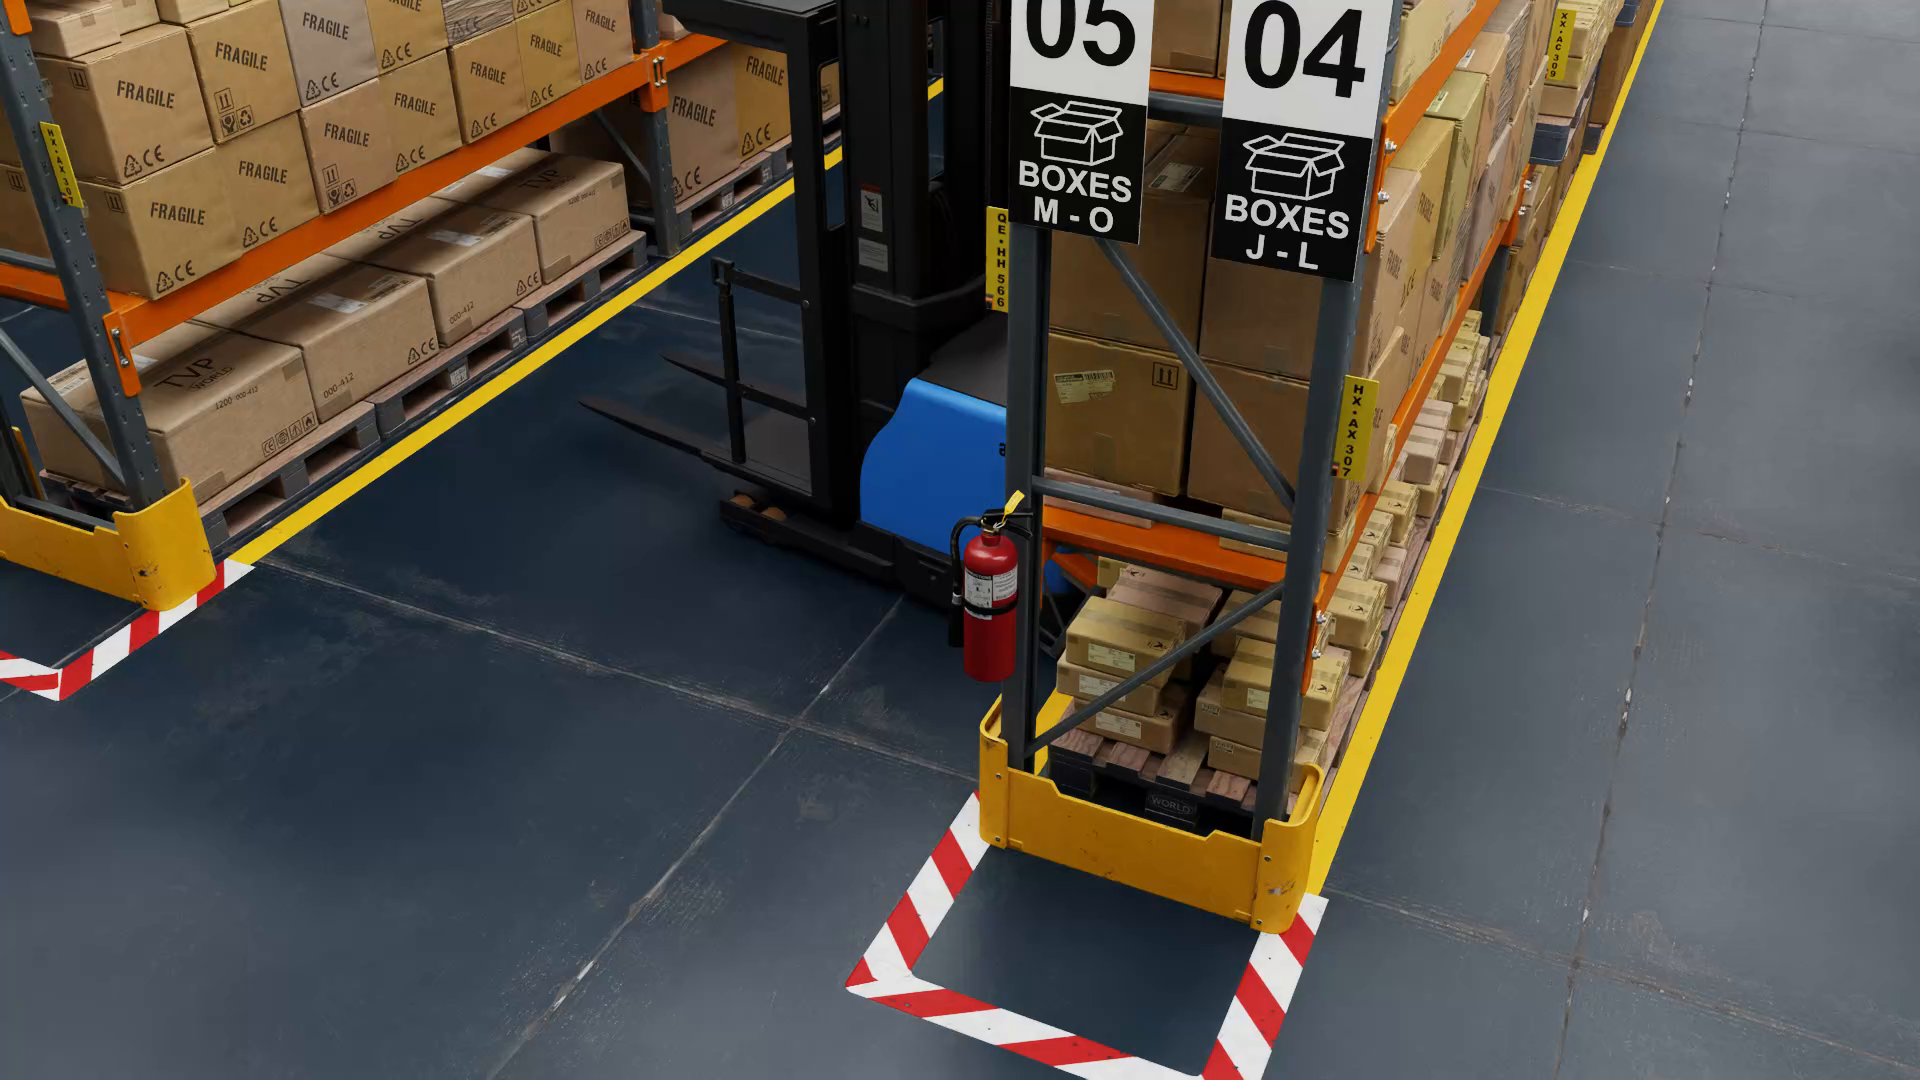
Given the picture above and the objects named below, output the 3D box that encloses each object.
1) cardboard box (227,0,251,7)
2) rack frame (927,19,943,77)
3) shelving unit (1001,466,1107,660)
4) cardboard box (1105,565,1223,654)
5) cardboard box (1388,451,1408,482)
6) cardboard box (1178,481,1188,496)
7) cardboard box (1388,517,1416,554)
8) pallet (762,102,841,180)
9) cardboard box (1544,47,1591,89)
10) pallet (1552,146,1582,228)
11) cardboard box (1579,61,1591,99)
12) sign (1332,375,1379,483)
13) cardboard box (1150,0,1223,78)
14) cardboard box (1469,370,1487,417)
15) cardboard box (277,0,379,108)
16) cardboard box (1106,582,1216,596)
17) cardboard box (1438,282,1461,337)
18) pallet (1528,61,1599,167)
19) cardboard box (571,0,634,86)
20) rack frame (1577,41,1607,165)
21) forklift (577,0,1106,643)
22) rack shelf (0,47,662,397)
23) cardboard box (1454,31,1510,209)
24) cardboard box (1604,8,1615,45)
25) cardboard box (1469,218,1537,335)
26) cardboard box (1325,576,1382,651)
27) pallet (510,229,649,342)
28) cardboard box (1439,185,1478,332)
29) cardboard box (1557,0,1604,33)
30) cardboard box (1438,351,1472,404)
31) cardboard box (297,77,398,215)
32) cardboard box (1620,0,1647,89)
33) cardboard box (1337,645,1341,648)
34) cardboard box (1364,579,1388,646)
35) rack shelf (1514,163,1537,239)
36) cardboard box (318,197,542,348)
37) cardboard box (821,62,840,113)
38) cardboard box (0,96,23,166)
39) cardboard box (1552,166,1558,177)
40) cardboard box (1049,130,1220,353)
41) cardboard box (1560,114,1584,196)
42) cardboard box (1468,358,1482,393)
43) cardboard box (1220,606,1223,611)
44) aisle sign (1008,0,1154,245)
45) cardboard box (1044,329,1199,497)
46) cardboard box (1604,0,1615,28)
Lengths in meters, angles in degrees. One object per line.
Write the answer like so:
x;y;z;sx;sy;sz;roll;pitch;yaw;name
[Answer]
-3.167;-2.389;7.064;0.380;0.149;0.250;13;35;19;cardboard box
-0.572;-5.144;12.859;1.000;3.000;0.127;14;36;20;rack frame
0.671;-0.260;6.971;0.538;1.125;1.048;38;45;8;shelving unit
0.768;0.260;6.293;0.380;0.149;0.250;15;36;21;cardboard box
1.698;-0.297;7.141;0.380;0.149;0.250;14;36;21;cardboard box
0.638;-0.312;5.719;0.380;0.149;0.250;14;36;20;cardboard box
1.765;-0.019;7.260;0.380;0.149;0.250;14;36;21;cardboard box
-1.482;-2.997;12.128;1.003;0.211;1.213;14;36;20;pallet
2.876;-2.352;8.177;0.380;0.149;0.250;15;36;21;cardboard box
3.638;-2.504;11.376;1.003;0.211;1.213;14;36;20;pallet
2.986;-2.367;8.471;0.380;0.149;0.250;15;36;21;cardboard box
1.113;-0.312;4.701;0.100;0.325;0.005;14;36;20;sign
0.570;-1.553;4.785;0.500;0.250;0.500;13;36;19;cardboard box
2.439;-0.777;8.416;0.380;0.149;0.250;15;36;21;cardboard box
-3.041;-2.310;7.535;0.500;0.500;0.500;14;36;20;cardboard box
0.797;0.230;6.609;0.380;0.149;0.250;13;35;19;cardboard box
1.798;-0.970;6.724;0.380;0.149;0.250;15;36;21;cardboard box
2.745;-2.334;8.748;1.003;0.211;1.213;14;36;20;pallet
-2.207;-2.904;9.352;0.500;0.500;0.500;15;36;21;cardboard box
3.967;-4.059;11.204;1.000;3.000;0.127;14;36;20;rack frame
-0.513;-1.424;7.248;3.031;2.935;1.130;21;39;29;forklift
-3.082;-1.855;8.499;1.077;0.370;4.000;14;36;20;rack shelf
1.702;-1.583;6.154;0.500;0.500;0.500;13;35;19;cardboard box
3.417;-2.879;9.252;0.380;0.149;0.250;14;36;20;cardboard box
2.843;-1.504;9.205;0.500;0.500;0.500;16;36;22;cardboard box
1.375;0.249;6.308;0.380;0.149;0.250;14;36;20;cardboard box
-2.634;-1.625;10.036;1.003;0.211;1.213;14;36;20;pallet
1.683;-1.170;6.436;0.500;0.500;0.500;13;36;19;cardboard box
2.987;-2.617;8.309;0.380;0.149;0.250;15;36;22;cardboard box
2.212;-0.800;7.909;0.380;0.149;0.250;14;36;20;cardboard box
-3.041;-1.882;7.794;0.500;0.500;0.500;14;36;20;cardboard box
4.666;-4.012;12.802;1.050;0.750;0.750;15;36;21;cardboard box
1.262;0.480;6.499;0.380;0.149;0.250;15;36;21;cardboard box
1.466;0.247;6.583;0.380;0.149;0.250;15;36;22;cardboard box
3.130;-2.762;9.882;1.077;0.370;4.000;14;36;20;rack shelf
-2.979;-1.522;9.289;0.875;0.438;0.875;13;35;19;cardboard box
-1.313;-3.663;12.155;0.875;0.875;0.875;15;36;21;cardboard box
-3.933;-1.914;6.931;0.500;0.500;0.500;15;36;22;cardboard box
3.280;-2.337;9.791;0.500;0.250;0.500;16;36;22;cardboard box
0.585;-0.944;5.179;0.500;0.500;0.500;13;36;20;cardboard box
3.708;-2.544;10.790;0.500;0.500;0.500;16;36;22;cardboard box
2.348;-0.807;8.191;0.380;0.149;0.250;12;35;18;cardboard box
0.946;0.243;6.861;0.380;0.149;0.250;15;36;21;cardboard box
0.317;-1.194;4.465;0.394;0.787;0.004;14;36;20;aisle sign
0.574;-0.523;5.450;0.500;0.500;0.500;15;36;21;cardboard box
3.309;-2.875;8.974;0.380;0.149;0.250;16;36;22;cardboard box
